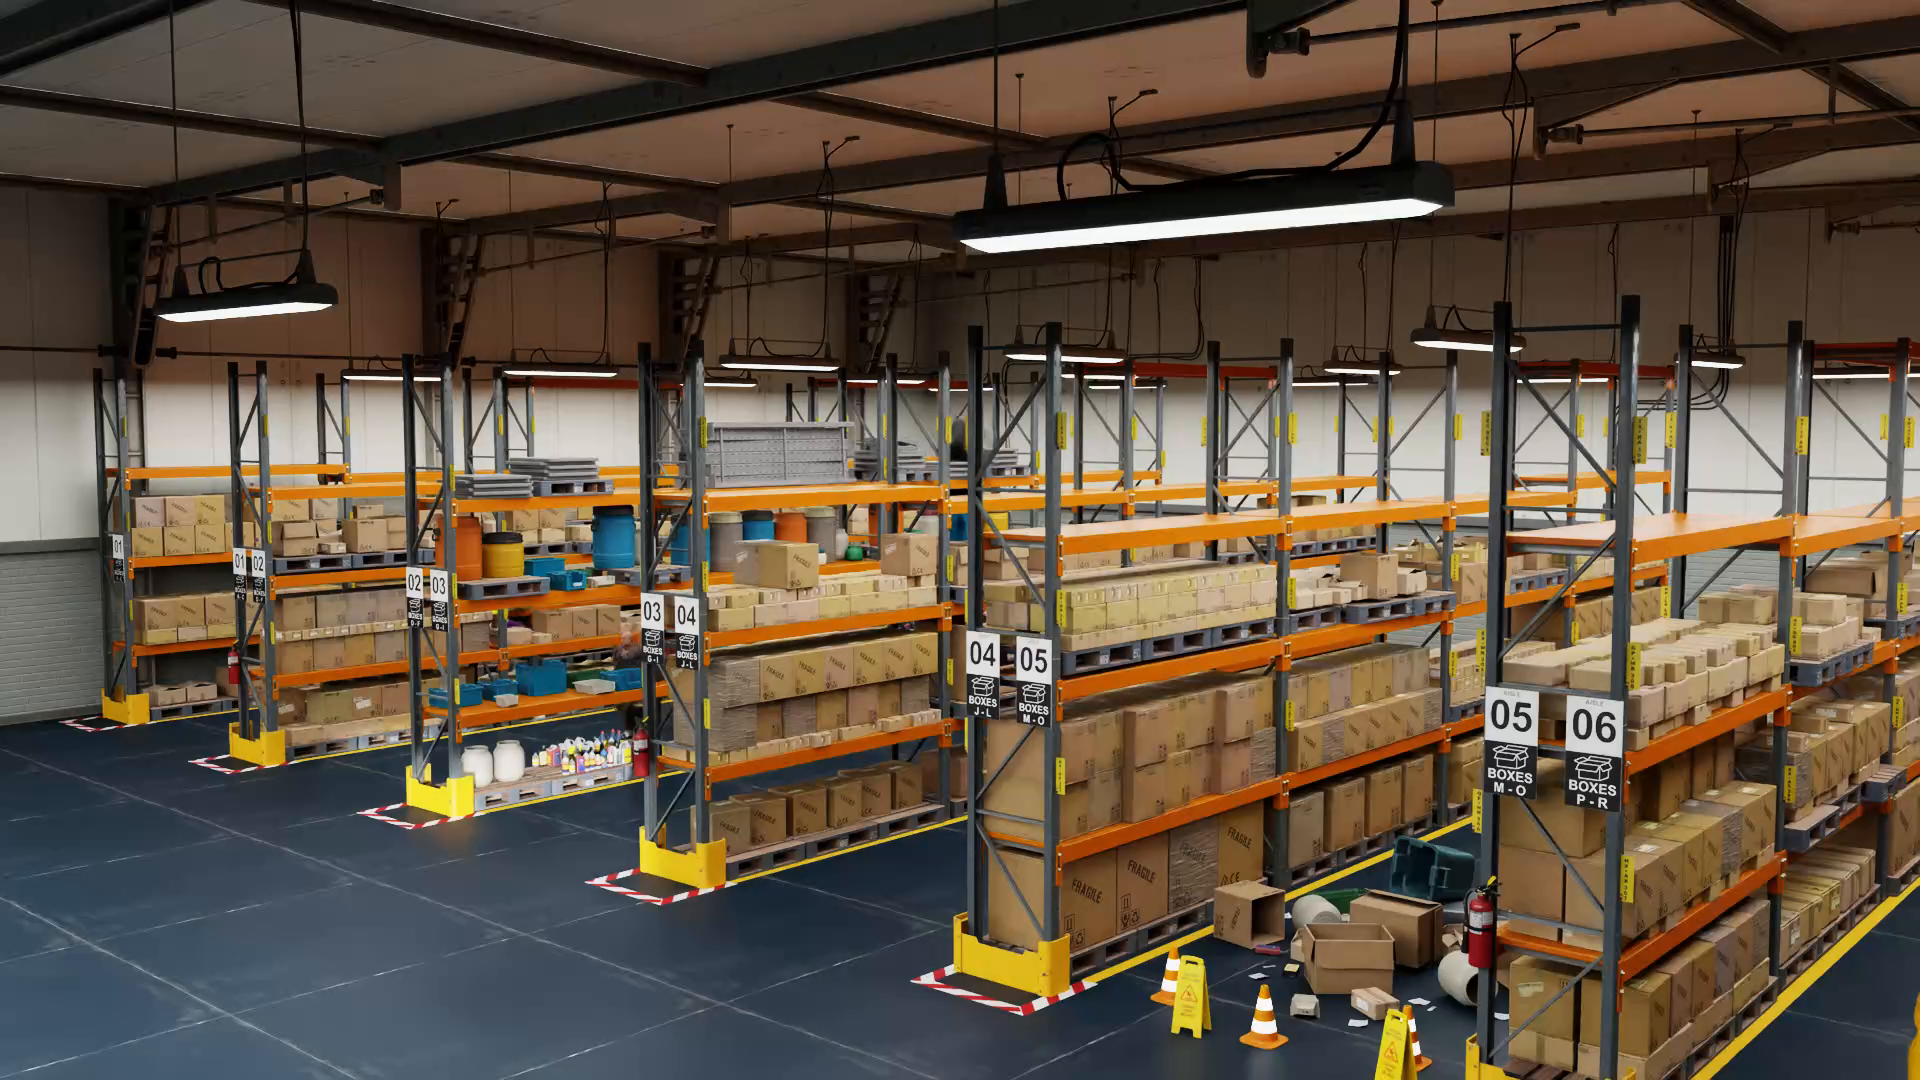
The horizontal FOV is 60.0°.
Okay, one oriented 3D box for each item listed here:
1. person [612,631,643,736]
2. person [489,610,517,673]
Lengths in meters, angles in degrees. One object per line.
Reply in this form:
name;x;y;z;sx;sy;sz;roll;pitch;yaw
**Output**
person;-5.330;2.328;27.043;0.714;1.725;0.638;3;5;31
person;-8.319;2.066;30.360;0.715;1.736;0.983;3;5;31
